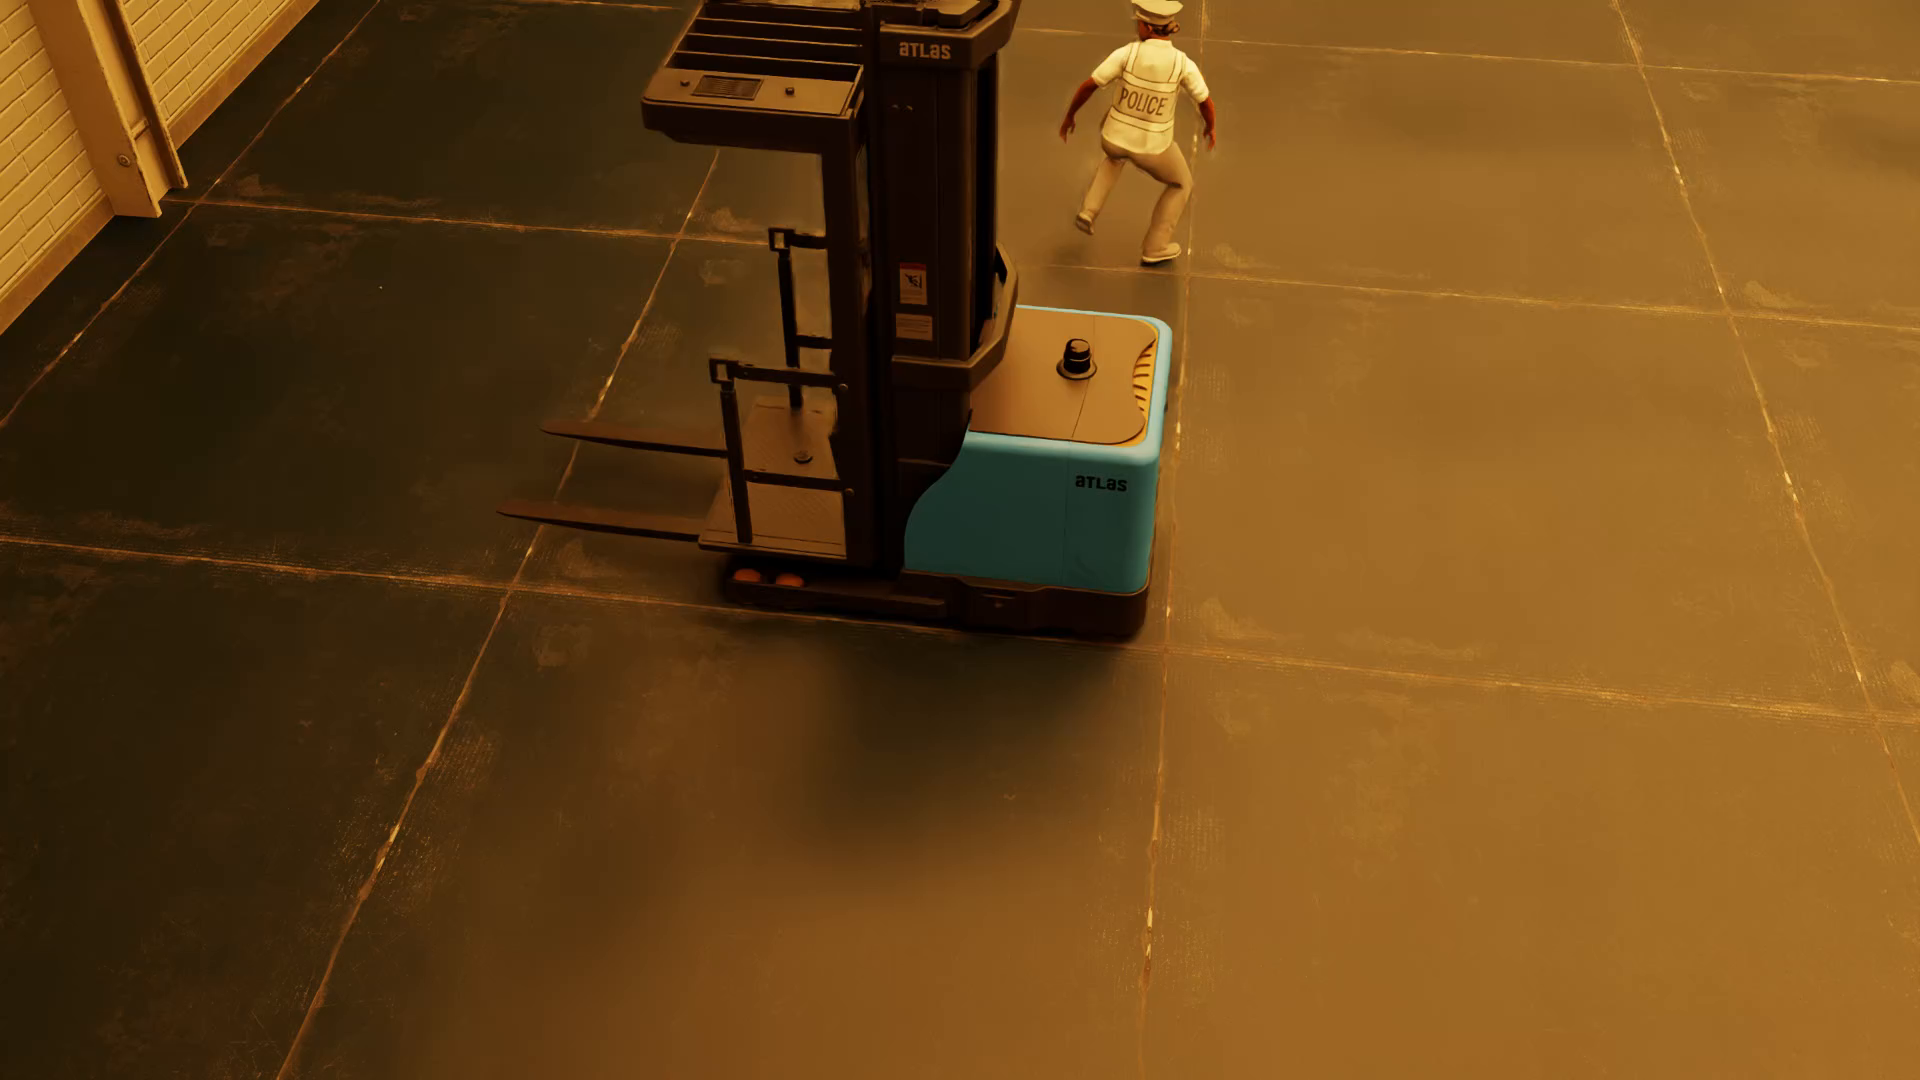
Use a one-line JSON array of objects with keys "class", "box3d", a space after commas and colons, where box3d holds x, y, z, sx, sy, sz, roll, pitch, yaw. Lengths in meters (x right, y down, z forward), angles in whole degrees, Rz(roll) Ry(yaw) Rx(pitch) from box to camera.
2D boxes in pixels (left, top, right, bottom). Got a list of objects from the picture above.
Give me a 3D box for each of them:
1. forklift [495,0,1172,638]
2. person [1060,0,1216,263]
[{"class": "forklift", "box3d": [-0.609, -1.112, 6.935, 3.031, 2.935, 1.130, 6, 43, 7]}, {"class": "person", "box3d": [0.996, -2.276, 9.239, 0.772, 1.557, 0.520, 18, 46, 19]}]
